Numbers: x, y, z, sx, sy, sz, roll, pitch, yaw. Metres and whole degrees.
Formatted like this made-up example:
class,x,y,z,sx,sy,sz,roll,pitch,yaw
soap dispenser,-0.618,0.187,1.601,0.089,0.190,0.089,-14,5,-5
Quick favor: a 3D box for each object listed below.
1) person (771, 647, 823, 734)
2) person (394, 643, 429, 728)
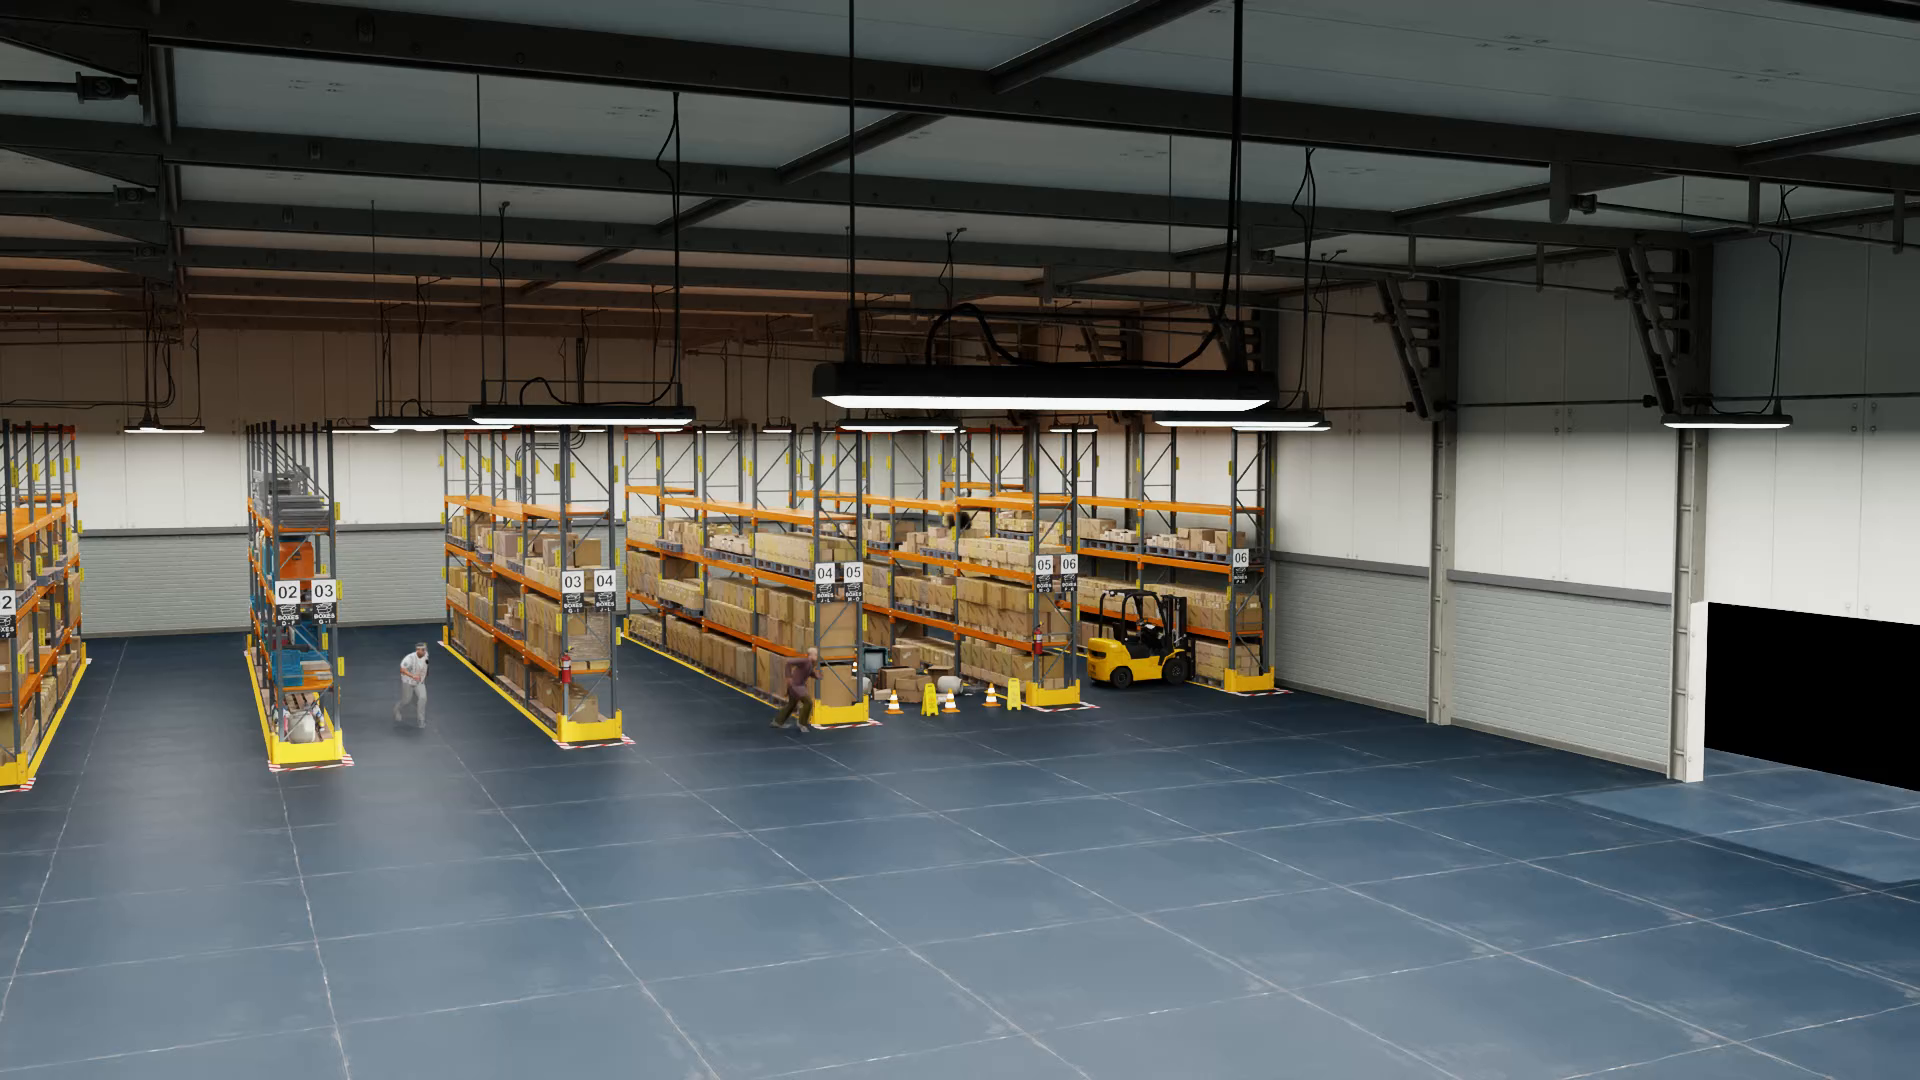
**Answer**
class,x,y,z,sx,sy,sz,roll,pitch,yaw
person,-3.157,2.915,32.020,1.066,1.723,0.754,1,4,19
person,-10.876,2.852,32.916,1.022,1.724,0.694,3,4,36
